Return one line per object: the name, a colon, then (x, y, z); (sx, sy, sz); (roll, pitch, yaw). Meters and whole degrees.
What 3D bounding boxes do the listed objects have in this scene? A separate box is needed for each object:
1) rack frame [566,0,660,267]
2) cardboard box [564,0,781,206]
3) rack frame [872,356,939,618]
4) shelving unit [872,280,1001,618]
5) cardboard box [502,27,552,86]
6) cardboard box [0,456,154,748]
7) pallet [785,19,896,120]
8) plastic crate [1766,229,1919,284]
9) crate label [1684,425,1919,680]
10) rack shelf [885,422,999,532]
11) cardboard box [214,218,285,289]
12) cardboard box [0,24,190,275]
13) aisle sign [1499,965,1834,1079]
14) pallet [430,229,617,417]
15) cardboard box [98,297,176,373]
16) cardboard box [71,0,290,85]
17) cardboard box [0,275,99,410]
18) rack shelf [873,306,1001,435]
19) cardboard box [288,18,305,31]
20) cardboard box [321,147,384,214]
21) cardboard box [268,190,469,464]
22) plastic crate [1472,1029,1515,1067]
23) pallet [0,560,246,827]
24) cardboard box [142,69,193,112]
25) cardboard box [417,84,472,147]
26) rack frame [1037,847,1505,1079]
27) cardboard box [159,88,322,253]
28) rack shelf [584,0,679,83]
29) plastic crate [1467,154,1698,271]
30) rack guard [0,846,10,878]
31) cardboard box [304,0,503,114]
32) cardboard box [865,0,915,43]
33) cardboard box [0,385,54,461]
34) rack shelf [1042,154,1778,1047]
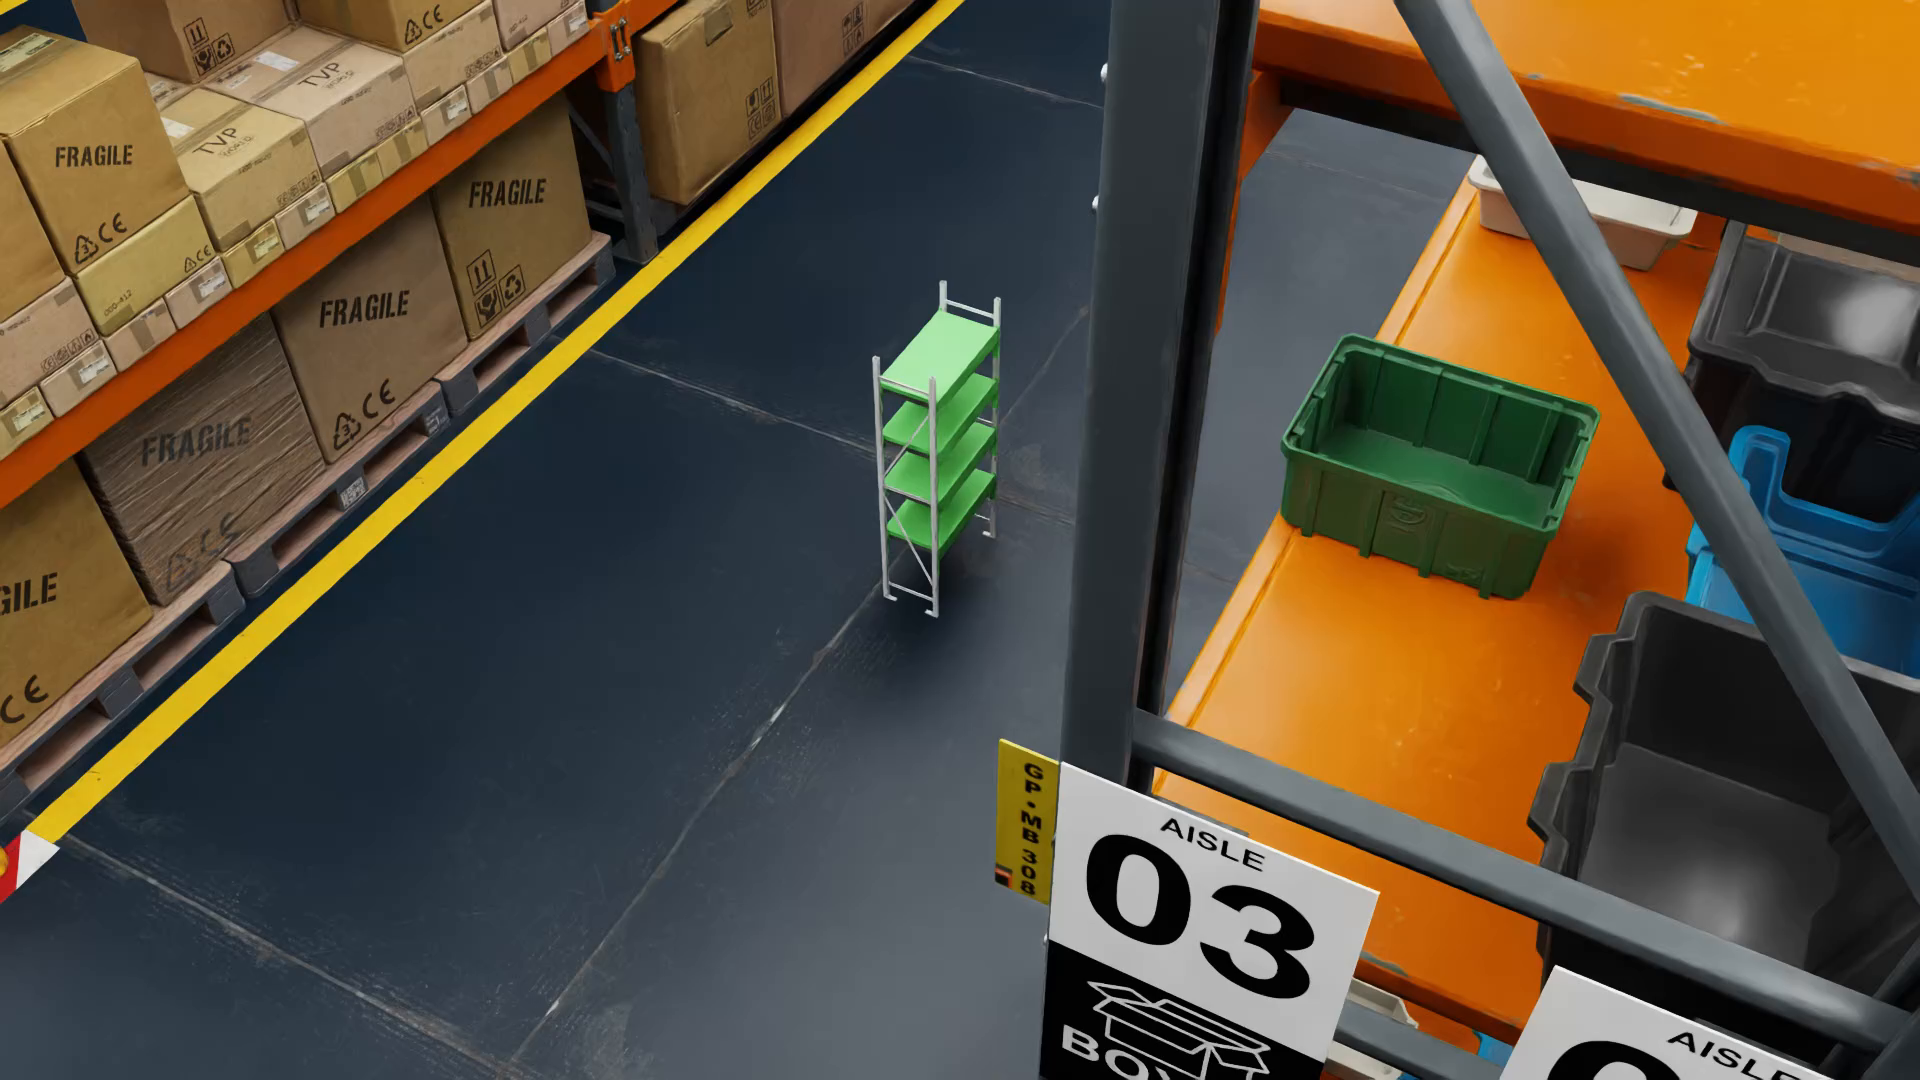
rack frame: (-1.941, -2.581, 7.192); (1.000, 3.000, 0.127); (20, 49, 19)
cardboard box: (-1.661, -2.392, 8.203); (1.225, 0.875, 0.875); (21, 49, 19)
rack frame: (-0.190, -0.164, 6.068); (0.240, 1.200, 0.015); (20, 49, 19)
shelving unit: (-0.077, -0.317, 6.220); (0.258, 1.200, 0.503); (20, 49, 19)
cardboard box: (-1.911, -2.030, 6.824); (0.380, 0.149, 0.250); (21, 49, 20)
cardboard box: (-3.571, 0.109, 5.732); (0.875, 0.875, 0.875); (20, 49, 19)
pallet: (-1.084, -2.883, 9.451); (1.003, 0.211, 1.213); (20, 49, 19)
plastic crate: (1.892, -0.733, 3.340); (0.437, 0.282, 0.530); (20, 49, 19)
crate label: (1.304, 0.098, 2.540); (0.408, 0.251, 0.502); (20, 49, 19)
rack shelf: (-0.077, -0.273, 6.266); (0.258, 0.148, 0.480); (20, 49, 19)
cardboard box: (-2.627, -1.057, 5.862); (0.380, 0.149, 0.250); (19, 48, 18)
cardboard box: (-2.868, -1.233, 5.229); (0.500, 0.500, 0.500); (19, 48, 18)
aisle sign: (0.819, 0.804, 2.019); (0.394, 0.787, 0.004); (20, 49, 19)
pallet: (-2.363, -1.148, 7.736); (1.003, 0.211, 1.213); (20, 49, 19)
cardboard box: (-2.865, -0.735, 5.545); (0.380, 0.149, 0.250); (20, 49, 18)
cardboard box: (-2.862, -2.042, 6.028); (0.500, 0.500, 0.500); (19, 48, 18)
cardboard box: (-3.100, -0.656, 5.186); (0.500, 0.250, 0.500); (20, 49, 19)
rack shelf: (-0.077, -0.610, 5.924); (0.258, 0.148, 0.480); (20, 49, 19)
cardboard box: (-2.626, -2.112, 6.624); (0.500, 0.250, 0.500); (20, 49, 19)
cardboard box: (-2.388, -1.383, 6.184); (0.380, 0.149, 0.250); (20, 49, 18)
cardboard box: (-2.736, -1.025, 6.853); (0.875, 0.875, 0.875); (20, 49, 19)
plastic crate: (1.301, 1.150, 3.580); (0.416, 0.233, 0.300); (20, 49, 19)
pallet: (-3.495, 0.390, 6.217); (1.003, 0.211, 1.213); (20, 49, 19)
cardboard box: (-3.097, -1.475, 5.995); (0.500, 0.250, 0.500); (21, 49, 19)
cardboard box: (-2.150, -1.707, 6.504); (0.380, 0.149, 0.250); (21, 49, 20)
rack frame: (0.590, 1.574, 3.085); (1.000, 3.000, 0.127); (20, 49, 19)
cardboard box: (-2.626, -1.302, 5.824); (0.500, 0.250, 0.500); (20, 49, 18)
rack shelf: (-1.012, -3.588, 8.693); (1.077, 0.370, 4.000); (20, 49, 19)
plastic crate: (1.329, -0.771, 3.480); (0.437, 0.136, 0.530); (20, 49, 19)
rack guard: (-3.809, 0.833, 5.576); (1.175, 0.500, 0.348); (20, 49, 19)
cardboard box: (-2.151, -1.941, 6.456); (0.500, 0.250, 0.500); (22, 49, 20)
cardboard box: (-0.843, -3.515, 9.313); (1.225, 0.875, 0.875); (21, 49, 19)
cardboard box: (-3.104, -0.411, 5.224); (0.380, 0.149, 0.250); (19, 48, 18)
rack shelf: (1.518, -0.487, 3.519); (1.077, 0.370, 4.000); (20, 49, 19)
